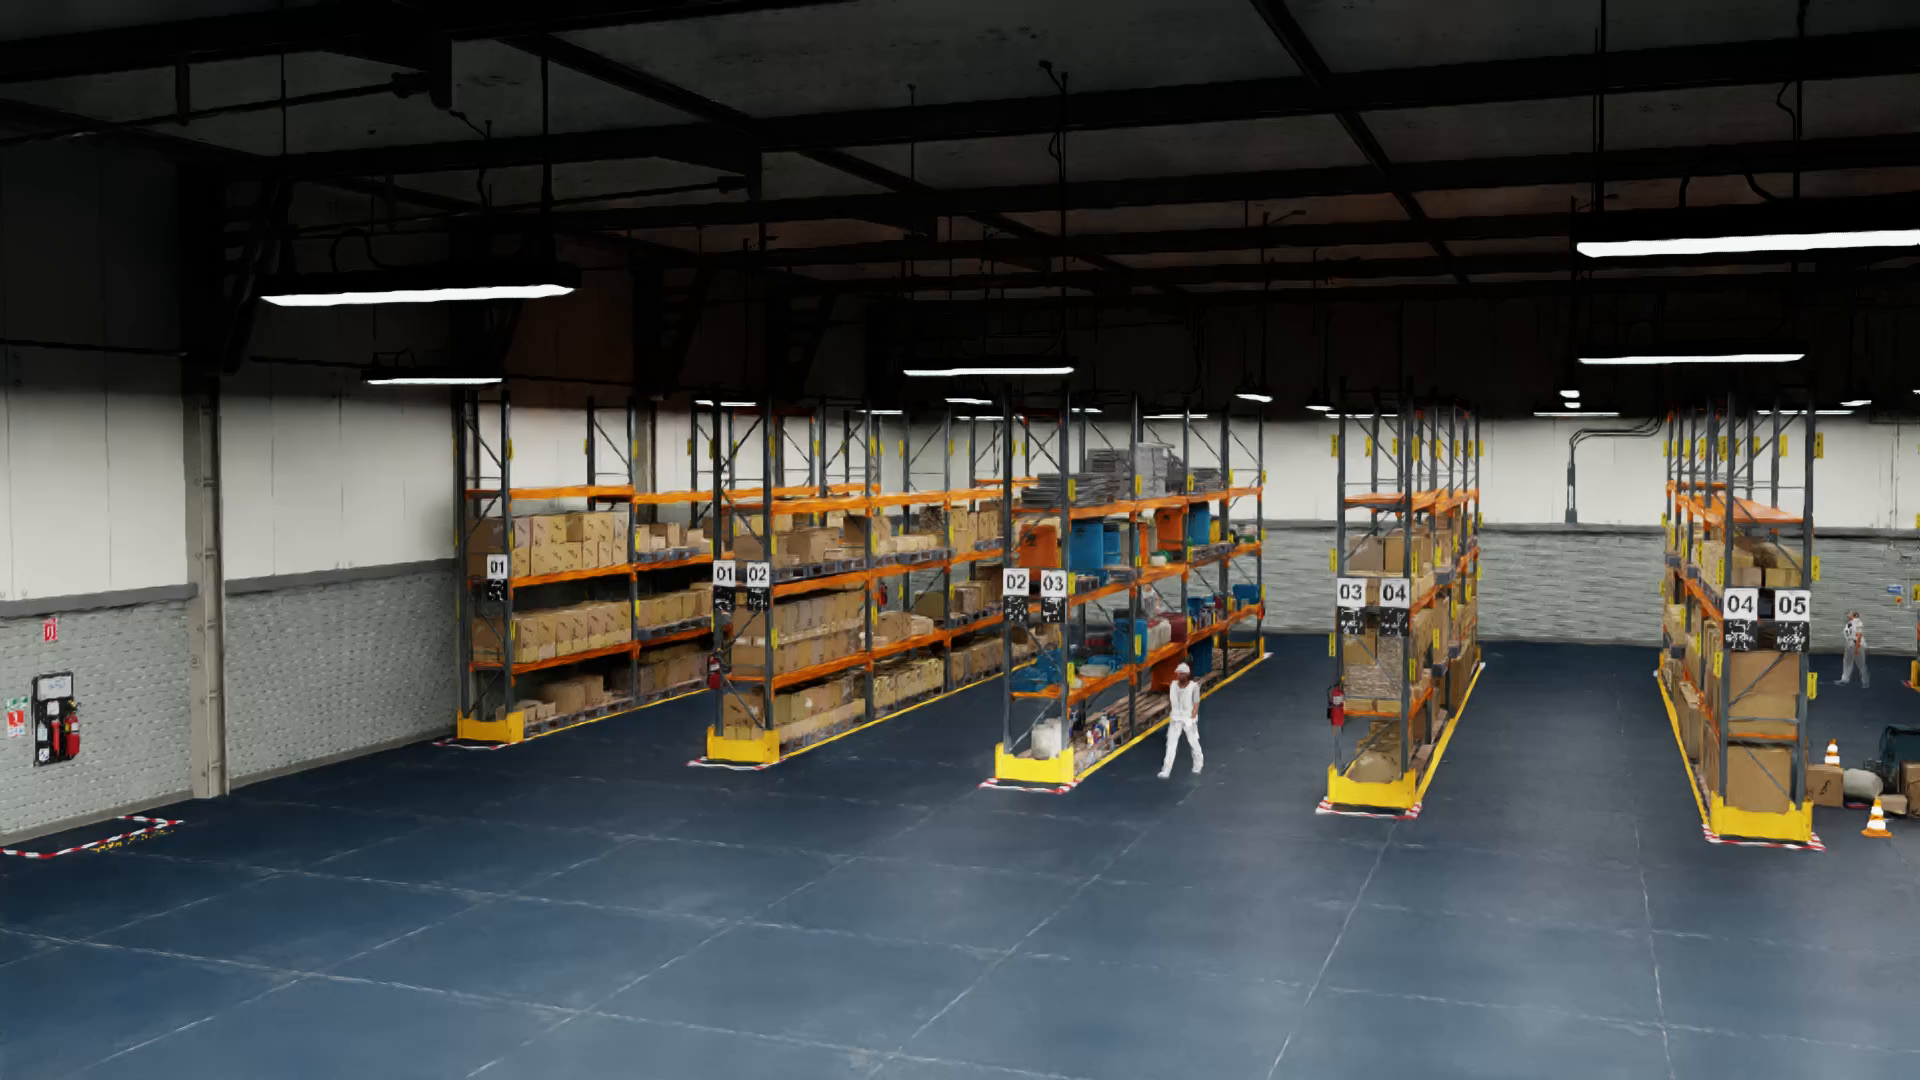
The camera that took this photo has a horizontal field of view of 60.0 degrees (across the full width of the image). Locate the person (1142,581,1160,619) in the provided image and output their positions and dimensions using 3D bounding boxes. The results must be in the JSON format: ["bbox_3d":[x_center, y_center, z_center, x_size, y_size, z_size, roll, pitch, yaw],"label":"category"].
[{"bbox_3d":[4.918,1.815,43.329,0.580,1.618,0.507,1,3,19],"label":"person"}]

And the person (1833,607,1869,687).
[{"bbox_3d":[18.802,2.242,35.023,0.606,1.650,0.618,0,3,9],"label":"person"}]

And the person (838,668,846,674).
[{"bbox_3d":[-2.526,2.208,35.123,0.736,1.717,0.903,2,3,26],"label":"person"}]

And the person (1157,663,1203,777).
[{"bbox_3d":[3.393,2.731,25.298,0.555,1.721,1.024,2,4,30],"label":"person"}]
